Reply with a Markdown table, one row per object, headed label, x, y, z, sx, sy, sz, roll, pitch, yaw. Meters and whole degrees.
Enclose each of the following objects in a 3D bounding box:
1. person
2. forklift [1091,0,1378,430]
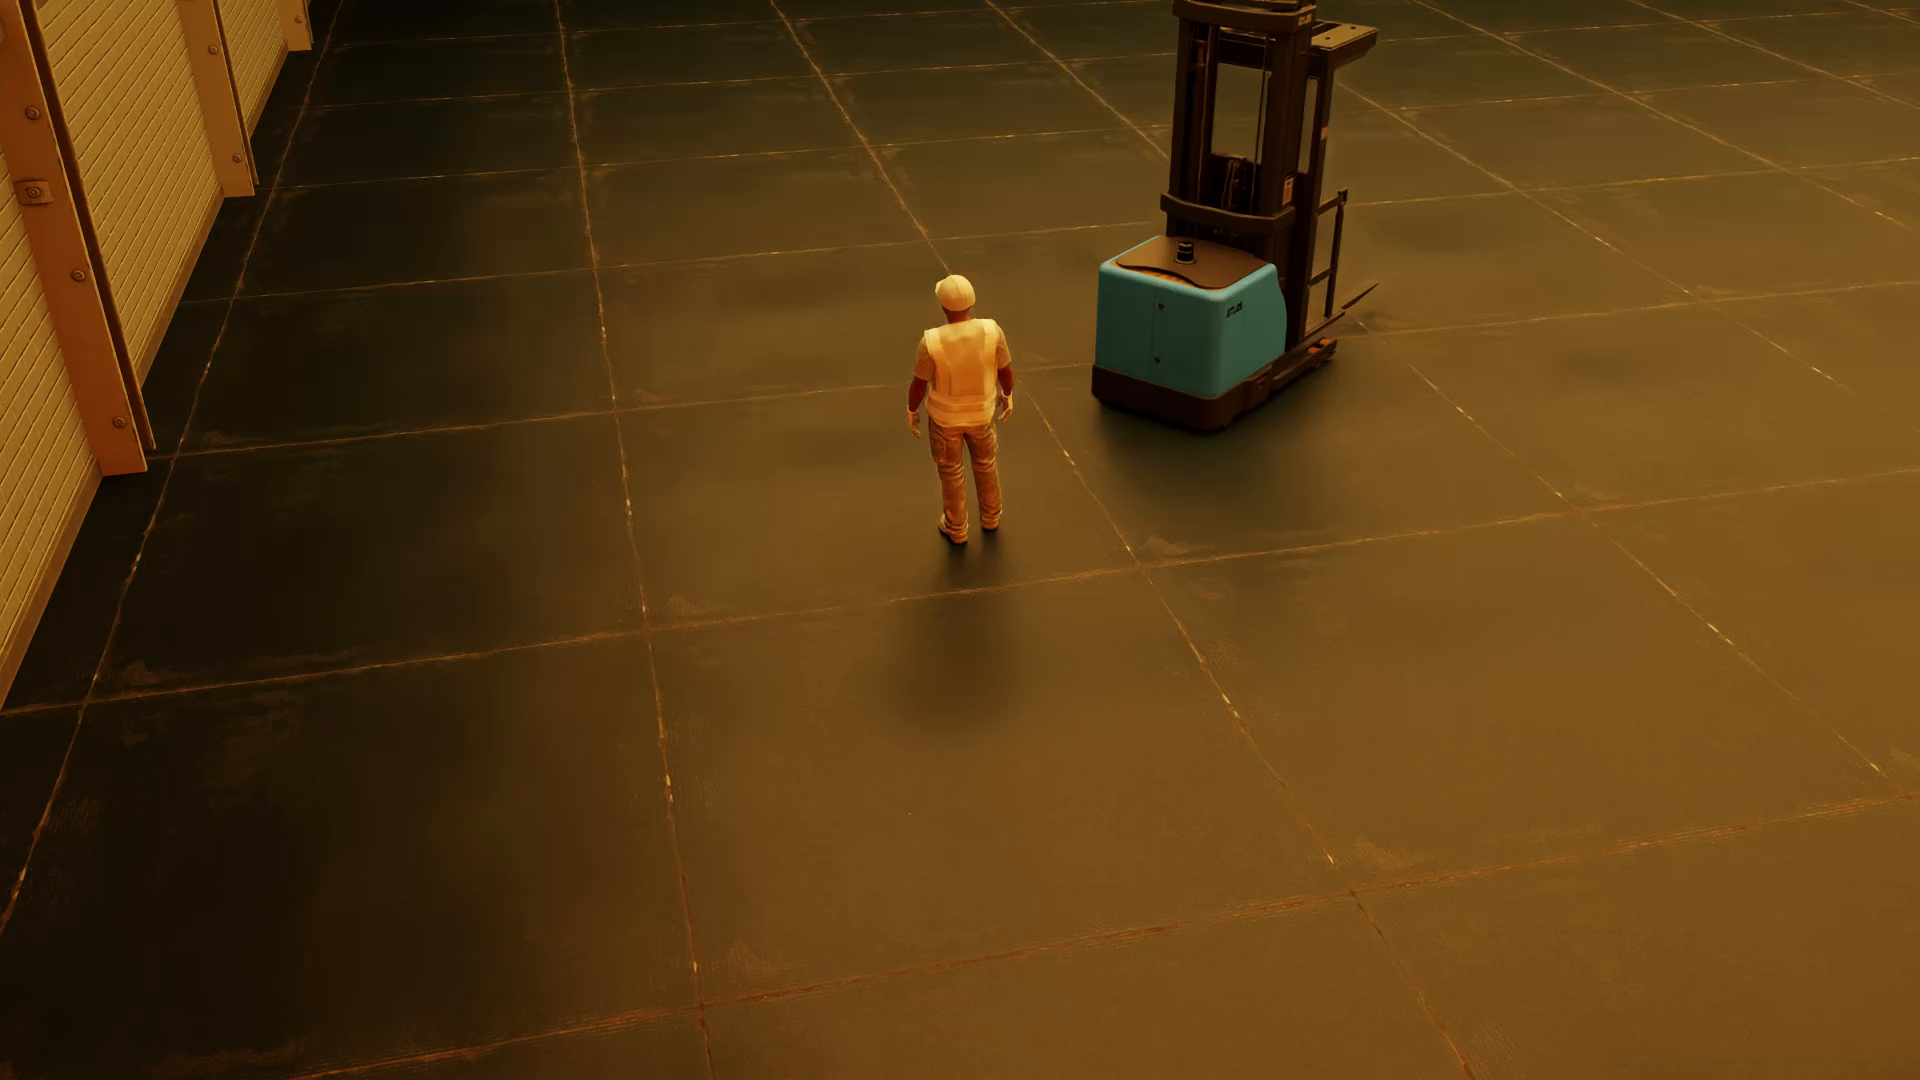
| label | x | y | z | sx | sy | sz | roll | pitch | yaw |
| --- | --- | --- | --- | --- | --- | --- | --- | --- | --- |
| person | -0.009 | -0.814 | 10.112 | 0.657 | 1.785 | 0.575 | -7 | 31 | -12 |
| forklift | 2.267 | -2.718 | 12.270 | 1.130 | 2.935 | 3.031 | 21 | 36 | 32 |
